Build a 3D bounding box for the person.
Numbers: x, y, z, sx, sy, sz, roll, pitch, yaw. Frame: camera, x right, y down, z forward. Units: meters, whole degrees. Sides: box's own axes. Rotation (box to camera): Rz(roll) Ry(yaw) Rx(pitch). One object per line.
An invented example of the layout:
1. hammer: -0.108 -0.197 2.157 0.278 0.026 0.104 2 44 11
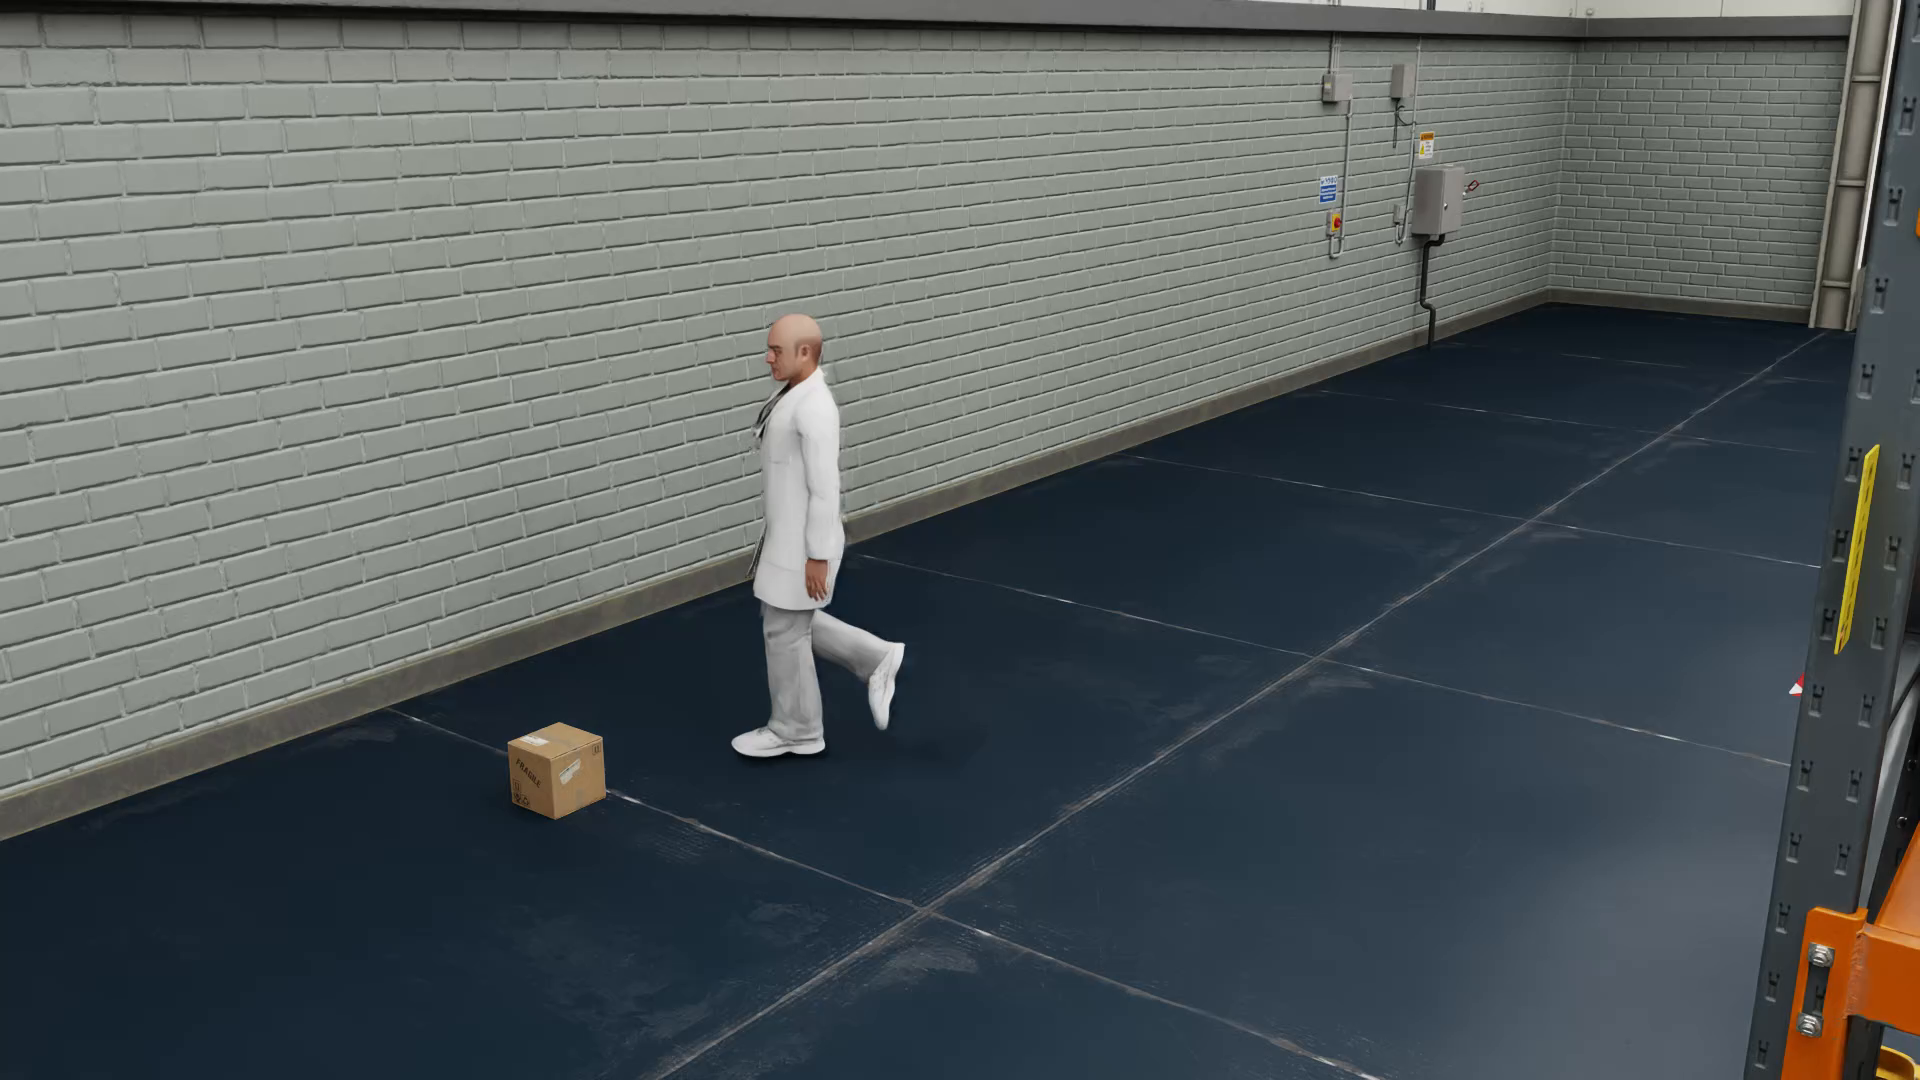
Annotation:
1. person: -0.565 -0.005 6.498 0.714 1.766 0.568 -2 16 -7
